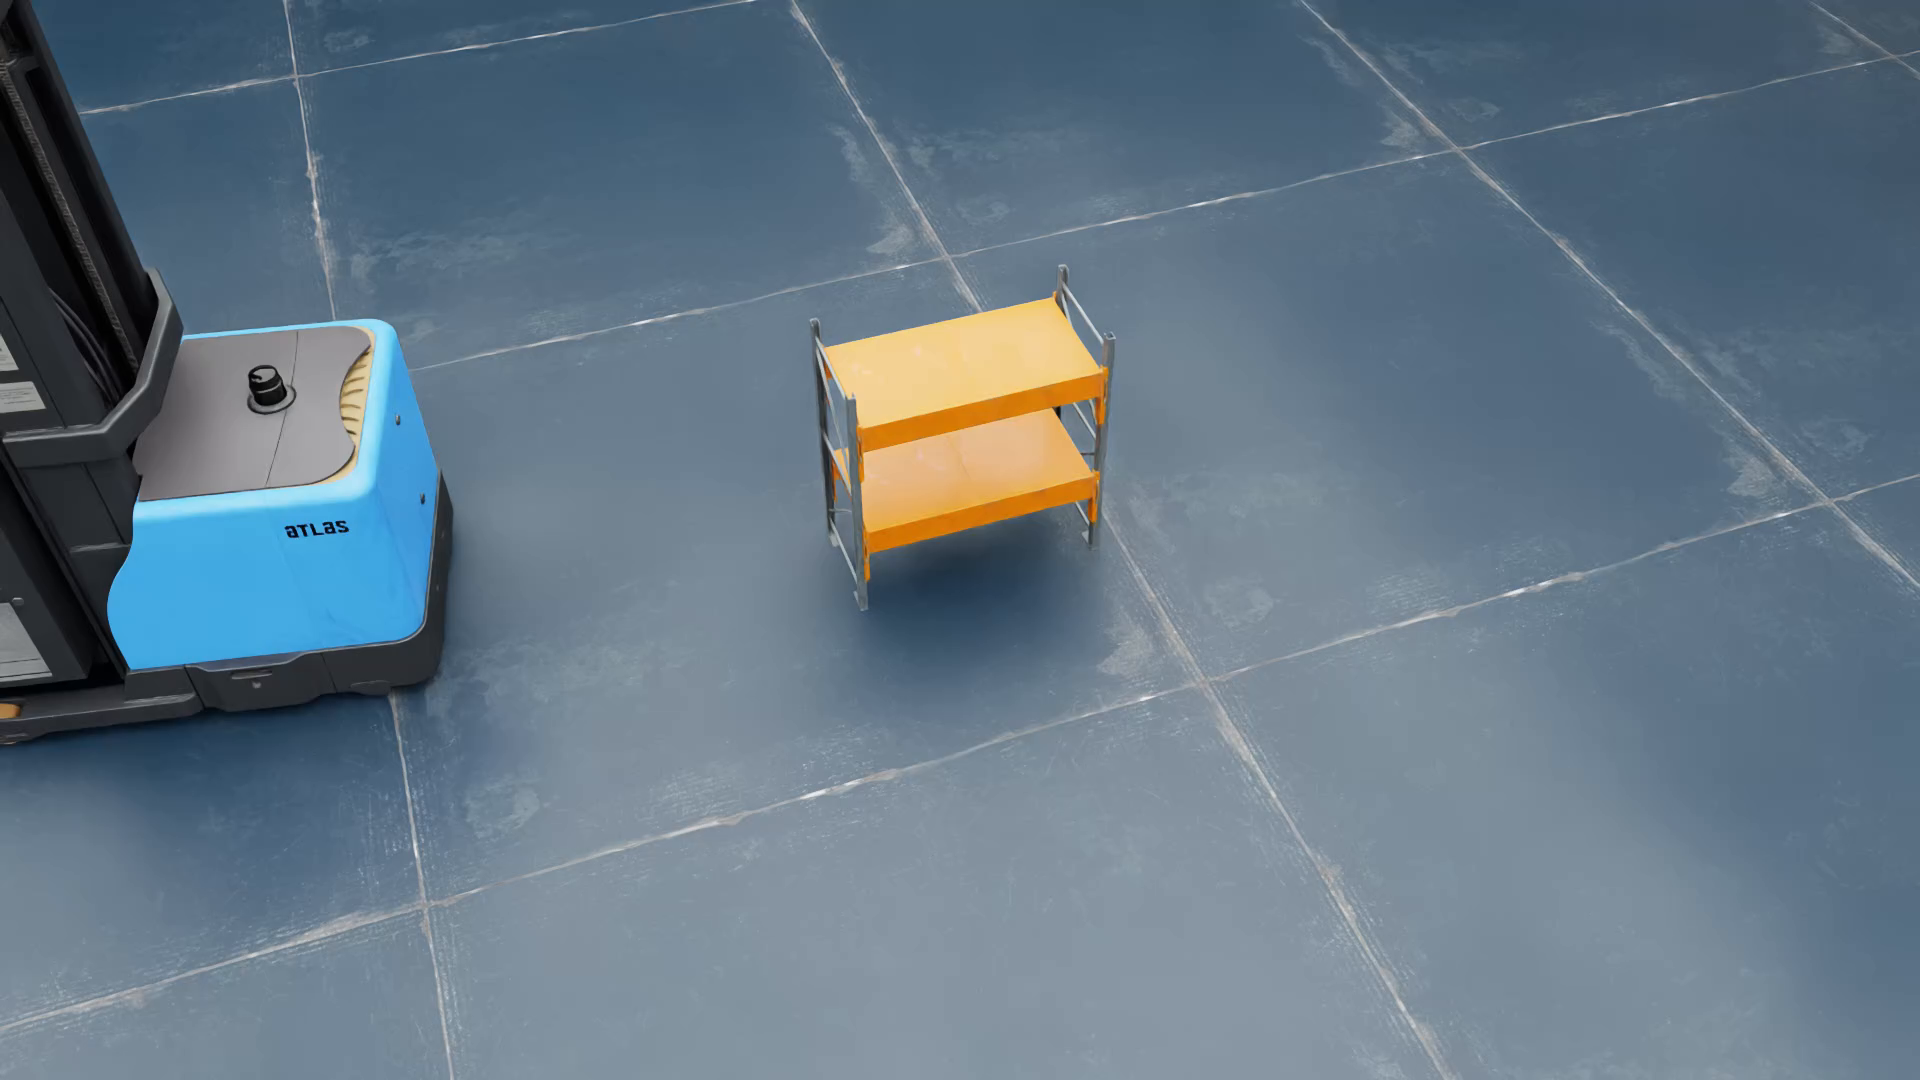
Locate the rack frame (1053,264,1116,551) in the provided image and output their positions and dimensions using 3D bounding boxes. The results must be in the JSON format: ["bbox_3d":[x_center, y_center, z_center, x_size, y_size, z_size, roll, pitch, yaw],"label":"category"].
[{"bbox_3d":[0.485,-0.521,6.784,0.032,1.125,0.500,-14,47,-14],"label":"rack frame"}]

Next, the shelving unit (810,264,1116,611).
[{"bbox_3d":[0.006,-0.399,6.663,1.048,1.125,0.538,-14,47,-14],"label":"shelving unit"}]

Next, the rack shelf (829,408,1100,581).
[{"bbox_3d":[0.006,-0.226,6.836,1.000,0.278,0.538,-14,47,-14],"label":"rack shelf"}]

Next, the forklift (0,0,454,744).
[{"bbox_3d":[-3.588,-0.644,5.632,3.031,2.935,1.130,-6,45,-6],"label":"forklift"}]

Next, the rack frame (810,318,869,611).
[{"bbox_3d":[-0.472,-0.276,6.541,0.032,1.125,0.500,-14,47,-14],"label":"rack frame"}]

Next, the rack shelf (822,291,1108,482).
[{"bbox_3d":[0.006,-0.605,6.455,1.000,0.278,0.538,-14,47,-14],"label":"rack shelf"}]
